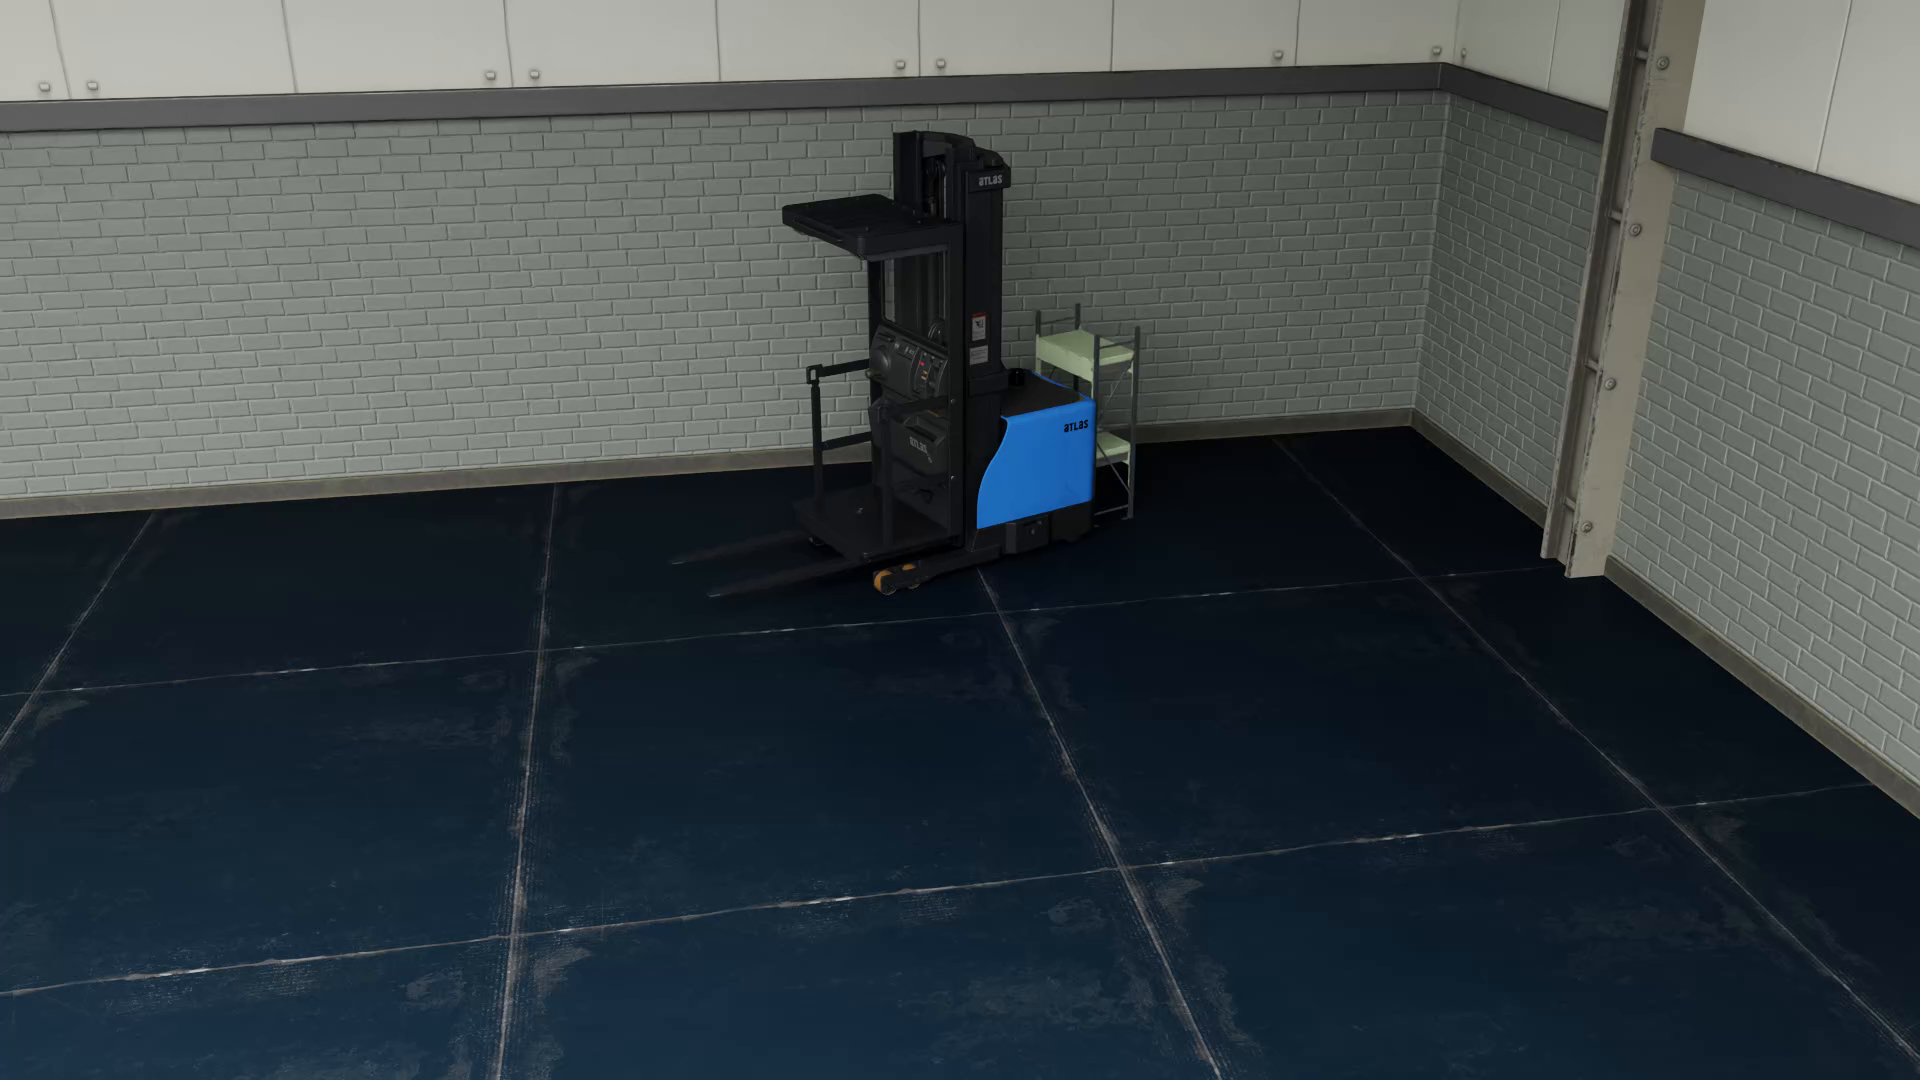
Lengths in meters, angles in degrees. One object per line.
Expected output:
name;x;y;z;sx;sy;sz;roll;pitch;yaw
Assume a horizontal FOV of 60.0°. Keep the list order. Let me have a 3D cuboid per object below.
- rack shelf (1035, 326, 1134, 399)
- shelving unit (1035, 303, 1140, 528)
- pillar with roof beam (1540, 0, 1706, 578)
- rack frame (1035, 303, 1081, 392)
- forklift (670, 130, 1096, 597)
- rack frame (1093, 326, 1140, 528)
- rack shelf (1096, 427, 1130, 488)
rack shelf;0.937;-1.299;12.371;0.431;0.370;0.720;-15;28;-29
shelving unit;0.939;-0.941;12.528;0.431;1.500;0.755;-15;28;-29
pillar with roof beam;0.140;-3.628;9.315;9.100;9.000;0.400;-4;24;-10
rack frame;0.743;-1.065;12.811;0.400;1.500;0.023;-15;28;-29
forklift;-0.531;-1.208;11.354;3.031;2.935;1.130;-14;27;-29
rack frame;1.136;-0.818;12.245;0.400;1.500;0.023;-15;28;-29
rack shelf;0.941;-0.643;12.660;0.431;0.370;0.720;-15;28;-29
